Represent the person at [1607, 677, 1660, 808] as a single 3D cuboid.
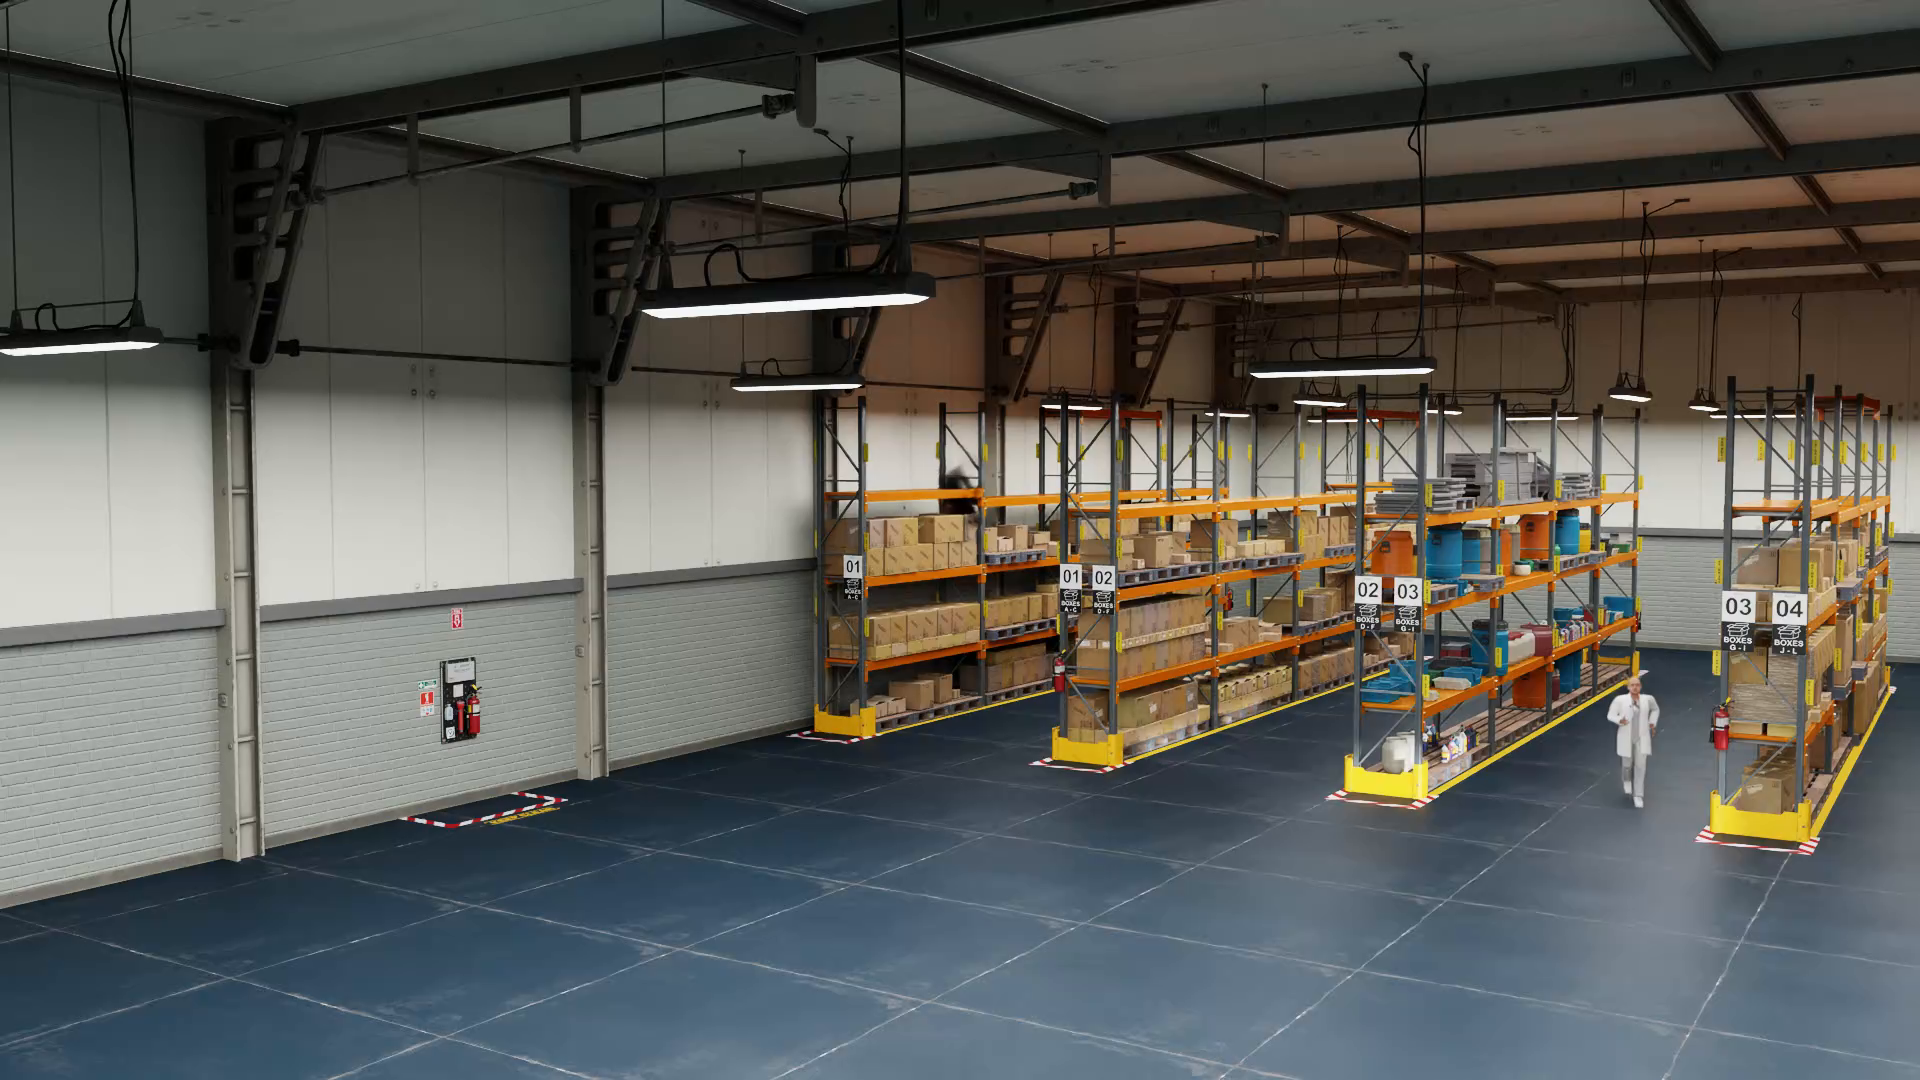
[{"bbox_3d":[9.608,2.847,23.719,0.710,1.781,1.049,1,3,18],"label":"person"}]
